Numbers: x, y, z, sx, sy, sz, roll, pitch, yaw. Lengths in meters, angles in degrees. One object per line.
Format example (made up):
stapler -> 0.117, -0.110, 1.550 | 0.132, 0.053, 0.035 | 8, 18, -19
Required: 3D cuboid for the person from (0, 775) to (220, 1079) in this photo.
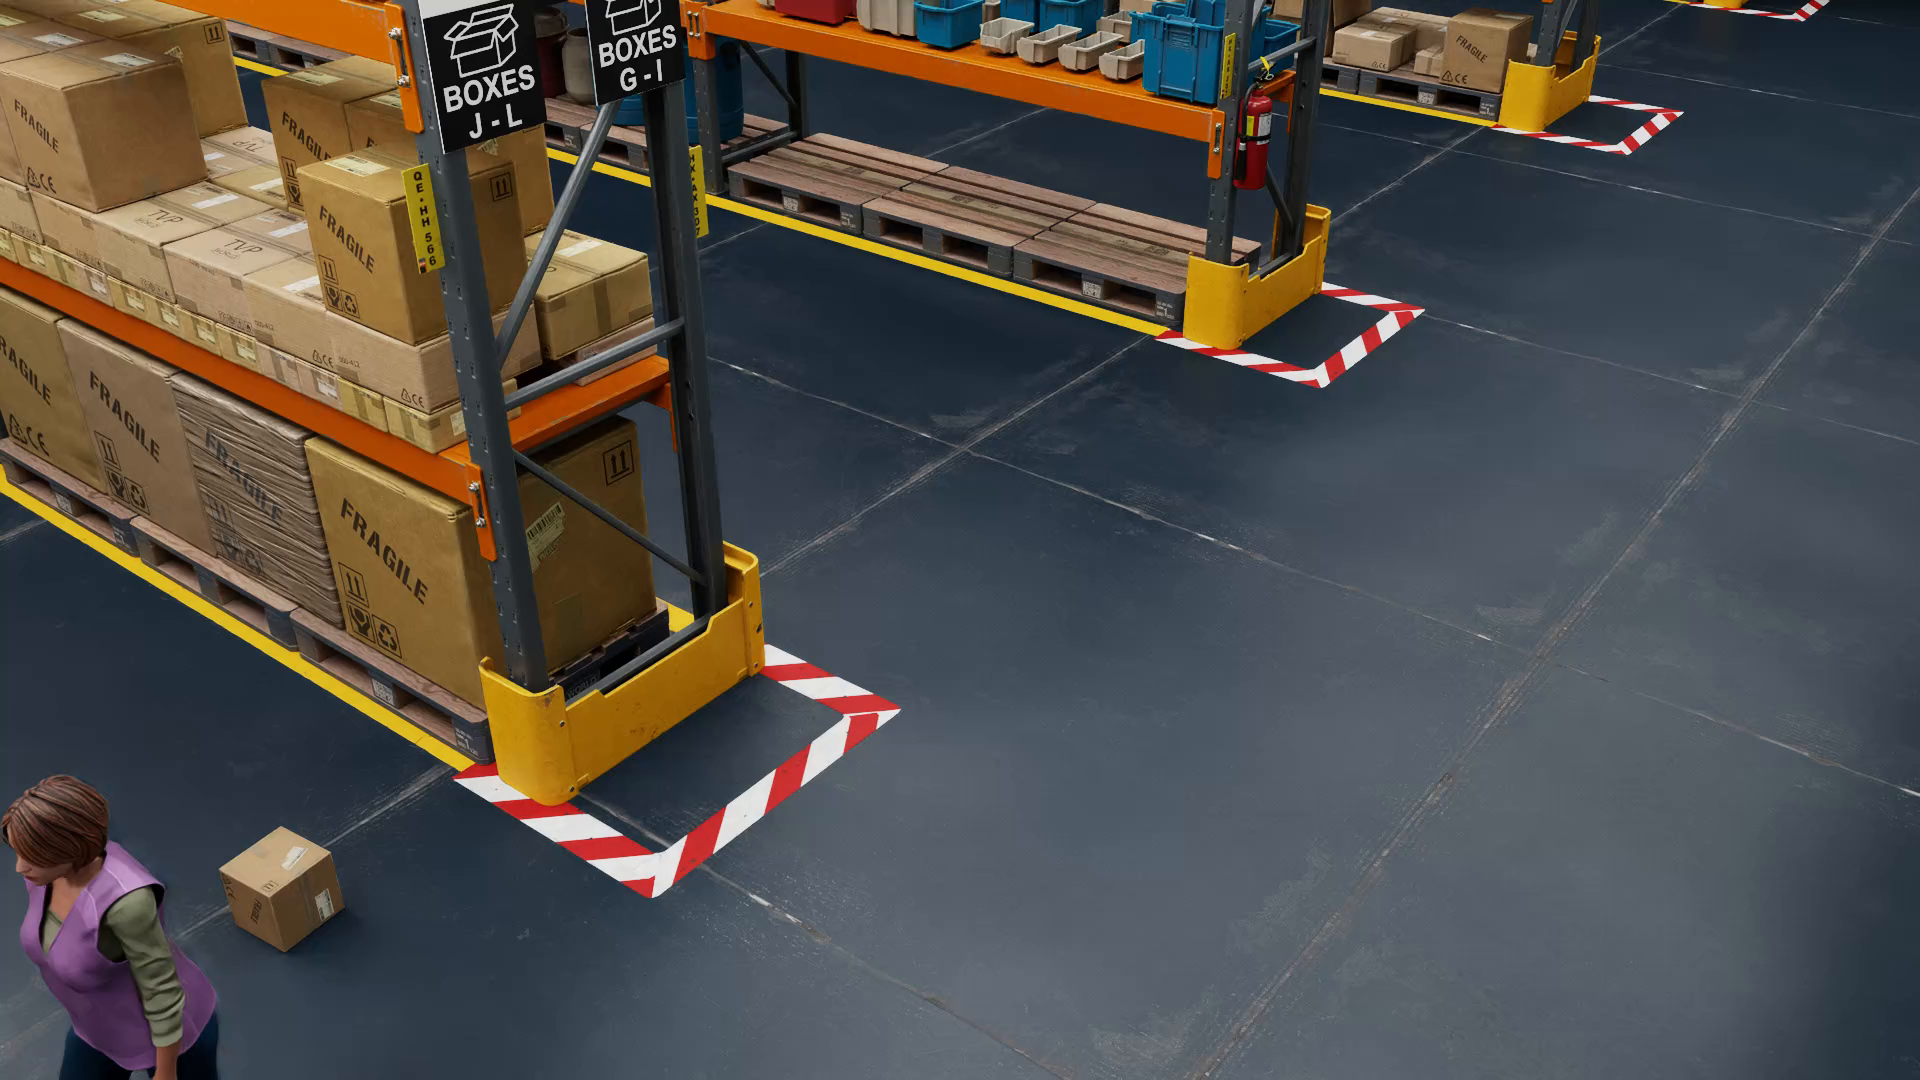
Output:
person -> -2.017, 1.214, 4.113 | 0.440, 1.608, 0.440 | 16, 35, 25
